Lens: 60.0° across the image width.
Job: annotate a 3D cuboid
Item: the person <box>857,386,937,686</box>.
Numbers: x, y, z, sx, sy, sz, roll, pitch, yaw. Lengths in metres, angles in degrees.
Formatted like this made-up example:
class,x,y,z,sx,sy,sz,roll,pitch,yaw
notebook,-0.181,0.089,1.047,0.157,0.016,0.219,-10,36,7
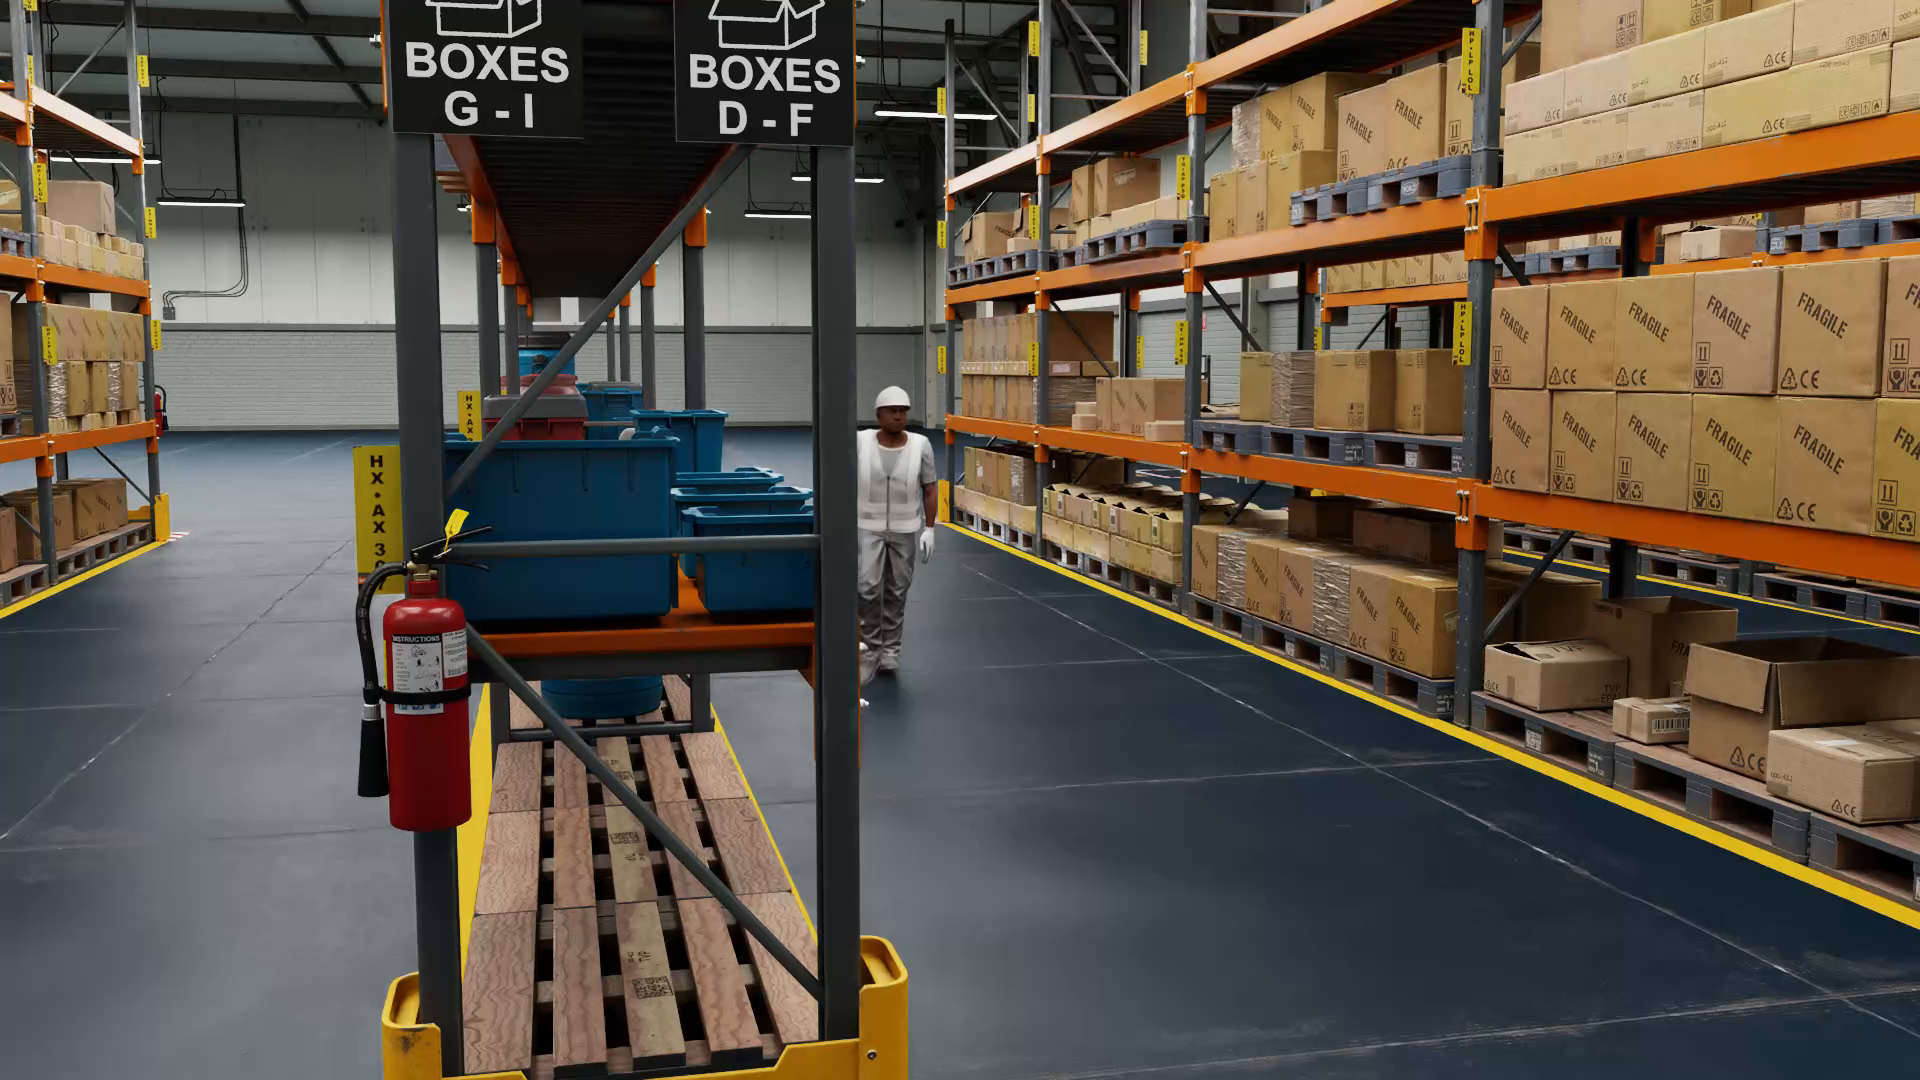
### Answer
class,x,y,z,sx,sy,sz,roll,pitch,yaw
person,-0.441,-0.040,10.164,0.592,1.794,0.537,-1,6,-9
